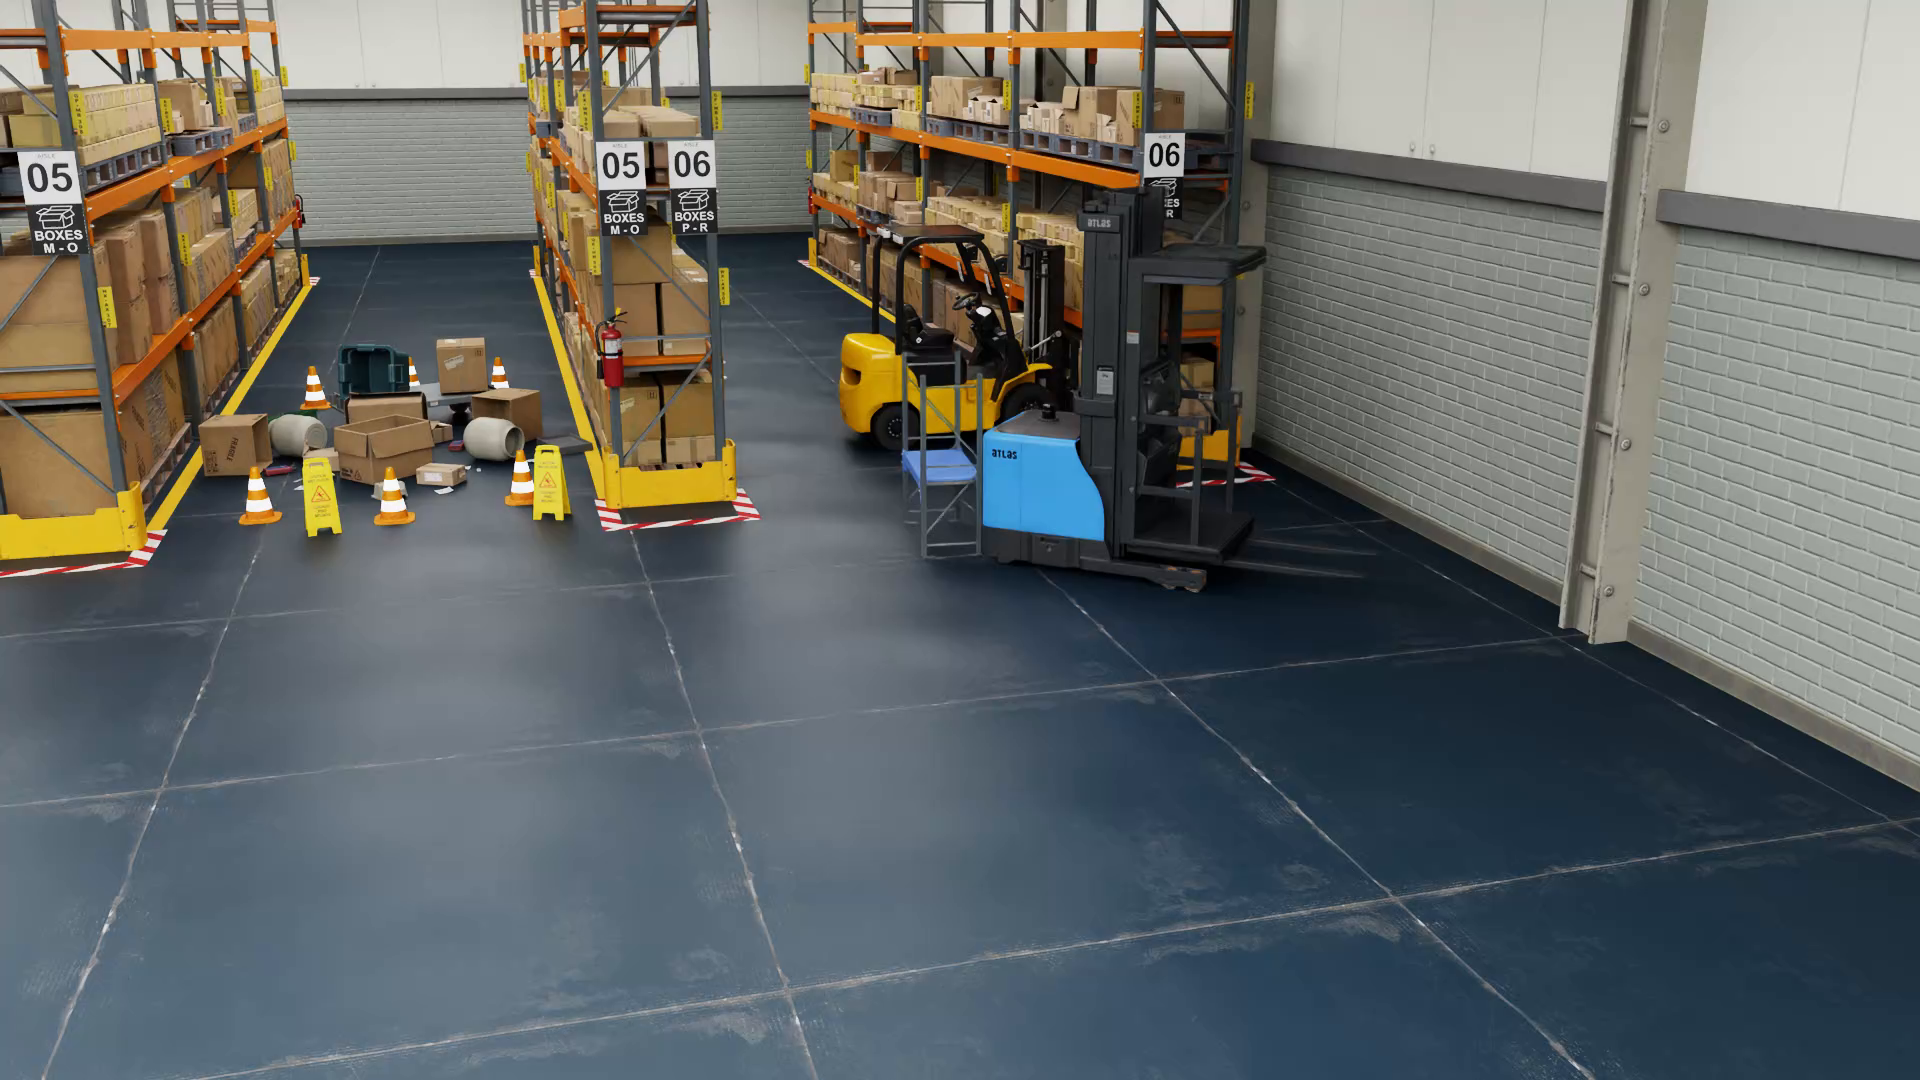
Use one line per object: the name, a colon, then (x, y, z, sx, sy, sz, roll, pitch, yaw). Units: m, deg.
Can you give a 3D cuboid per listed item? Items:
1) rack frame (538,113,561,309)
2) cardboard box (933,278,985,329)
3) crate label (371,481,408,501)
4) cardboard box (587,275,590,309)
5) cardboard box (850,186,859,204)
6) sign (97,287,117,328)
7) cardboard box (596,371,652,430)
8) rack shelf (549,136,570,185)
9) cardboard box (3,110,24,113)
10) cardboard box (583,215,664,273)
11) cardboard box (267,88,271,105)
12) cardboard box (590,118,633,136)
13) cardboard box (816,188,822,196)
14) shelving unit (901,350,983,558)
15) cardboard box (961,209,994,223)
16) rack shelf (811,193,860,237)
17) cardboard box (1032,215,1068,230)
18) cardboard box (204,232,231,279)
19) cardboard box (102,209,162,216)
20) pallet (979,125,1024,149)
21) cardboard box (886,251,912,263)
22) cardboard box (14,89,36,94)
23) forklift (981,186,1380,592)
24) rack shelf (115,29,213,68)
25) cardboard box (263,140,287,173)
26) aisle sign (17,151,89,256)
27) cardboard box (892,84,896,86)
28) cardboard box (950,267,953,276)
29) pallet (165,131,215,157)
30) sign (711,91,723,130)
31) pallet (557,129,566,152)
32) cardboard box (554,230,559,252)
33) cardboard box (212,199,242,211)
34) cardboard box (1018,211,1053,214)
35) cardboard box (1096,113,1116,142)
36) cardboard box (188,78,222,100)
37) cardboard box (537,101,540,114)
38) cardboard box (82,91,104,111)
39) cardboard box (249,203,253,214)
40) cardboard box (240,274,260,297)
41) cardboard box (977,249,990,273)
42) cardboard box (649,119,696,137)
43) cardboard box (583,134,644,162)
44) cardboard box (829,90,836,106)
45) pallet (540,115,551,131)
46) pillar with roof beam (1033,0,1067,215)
rack frame: (-5.911, -5.101, 25.719, 1.000, 3.000, 0.127, -5, 17, -15)
cardboard box: (0.118, -3.278, 23.049, 0.875, 0.625, 0.625, -4, 17, -13)
crate label: (-5.221, -0.458, 15.240, 0.298, 0.136, 0.250, 16, 23, 42)
cardboard box: (-3.415, -2.520, 16.435, 0.500, 0.500, 0.500, -4, 17, -15)
cardboard box: (-1.514, -5.687, 27.413, 0.500, 0.250, 0.500, -4, 17, -14)
sign: (-6.809, -1.857, 13.278, 0.100, 0.325, 0.005, -5, 17, -15)
cardboard box: (-3.231, -1.370, 16.045, 0.500, 0.500, 0.500, -4, 17, -13)
rack shelf: (-4.262, -4.533, 19.866, 1.077, 0.370, 4.000, -5, 17, -15)
cardboard box: (-7.884, -3.370, 13.584, 0.500, 0.250, 0.500, -5, 17, -15)
cardboard box: (-3.095, -2.715, 15.349, 0.700, 0.500, 0.500, -5, 17, -15)
cardboard box: (-10.963, -6.861, 25.757, 0.500, 0.250, 0.500, -5, 18, -18)
cardboard box: (-3.112, -3.693, 14.870, 0.380, 0.149, 0.250, -5, 17, -16)
cardboard box: (-2.412, -6.368, 30.374, 0.380, 0.149, 0.250, -5, 17, -16)
shelving unit: (-0.156, -0.731, 13.779, 0.538, 1.500, 1.048, -3, 17, -10)
cardboard box: (0.225, -4.135, 21.203, 0.380, 0.149, 0.250, -5, 17, -17)
rack shelf: (-1.689, -5.703, 28.974, 1.077, 0.370, 4.000, -5, 17, -15)
cardboard box: (1.037, -3.607, 18.928, 0.380, 0.149, 0.250, -4, 17, -14)
cardboard box: (-9.025, -3.382, 19.822, 0.500, 0.500, 0.500, -5, 17, -15)
cardboard box: (-8.376, -2.953, 16.431, 0.875, 0.550, 0.550, -5, 17, -15)
pallet: (0.804, -4.869, 20.067, 0.805, 0.209, 1.217, -5, 18, -17)
cardboard box: (-0.943, -4.401, 25.878, 0.380, 0.149, 0.250, -5, 17, -15)
cardboard box: (-8.183, -3.798, 14.314, 0.380, 0.149, 0.250, -5, 17, -15)
forklift: (1.730, -1.180, 12.785, 3.031, 2.935, 1.130, 7, 18, 23)
rack shelf: (-8.994, -5.359, 18.096, 1.077, 0.370, 4.000, -5, 17, -15)
cardboard box: (-11.238, -6.210, 26.983, 0.500, 0.500, 0.500, -5, 18, -17)
aisle sign: (-7.037, -2.611, 12.913, 0.394, 0.787, 0.004, -5, 17, -15)
cardboard box: (-0.853, -7.059, 26.040, 0.380, 0.149, 0.250, -5, 17, -15)
cardboard box: (0.069, -3.947, 24.366, 0.380, 0.149, 0.250, -4, 17, -14)
pallet: (-9.005, -4.438, 18.628, 1.003, 0.211, 1.213, -4, 17, -13)
sign: (-2.091, -3.680, 14.255, 0.100, 0.325, 0.005, -5, 17, -15)
pallet: (-4.067, -4.700, 19.499, 1.213, 0.211, 1.003, -5, 17, -15)
cardboard box: (-5.200, -4.042, 22.455, 0.500, 0.250, 0.500, -5, 18, -17)
cardboard box: (-9.912, -4.517, 22.447, 0.380, 0.149, 0.250, -5, 17, -16)
cardboard box: (0.944, -4.042, 20.892, 0.380, 0.149, 0.250, -5, 17, -15)
cardboard box: (1.569, -4.072, 16.409, 0.396, 0.266, 0.258, -5, 17, -15)
cardboard box: (-9.531, -5.703, 21.004, 0.396, 0.266, 0.258, -5, 17, -15)
cardboard box: (-5.900, -6.249, 24.004, 0.380, 0.166, 0.250, -6, 18, -19)
cardboard box: (-7.338, -3.637, 13.779, 0.380, 0.149, 0.250, -5, 17, -15)
cardboard box: (-10.204, -4.669, 23.470, 0.380, 0.149, 0.250, -4, 17, -13)
cardboard box: (-9.763, -3.426, 22.456, 0.500, 0.250, 0.500, -5, 17, -15)
cardboard box: (0.526, -3.467, 20.541, 0.500, 0.250, 0.500, -5, 17, -16)
cardboard box: (-2.515, -3.594, 14.540, 0.380, 0.149, 0.250, -5, 17, -16)
cardboard box: (-3.137, -3.549, 15.084, 0.500, 0.250, 0.500, -5, 17, -16)
cardboard box: (-1.927, -7.541, 28.372, 0.500, 0.250, 0.500, -5, 17, -16)
pallet: (-5.350, -5.824, 23.239, 1.003, 0.211, 1.213, -4, 17, -13)
pillar with roof beam: (-2.954, -6.631, 20.386, 9.100, 9.000, 0.400, -5, 17, -15)
